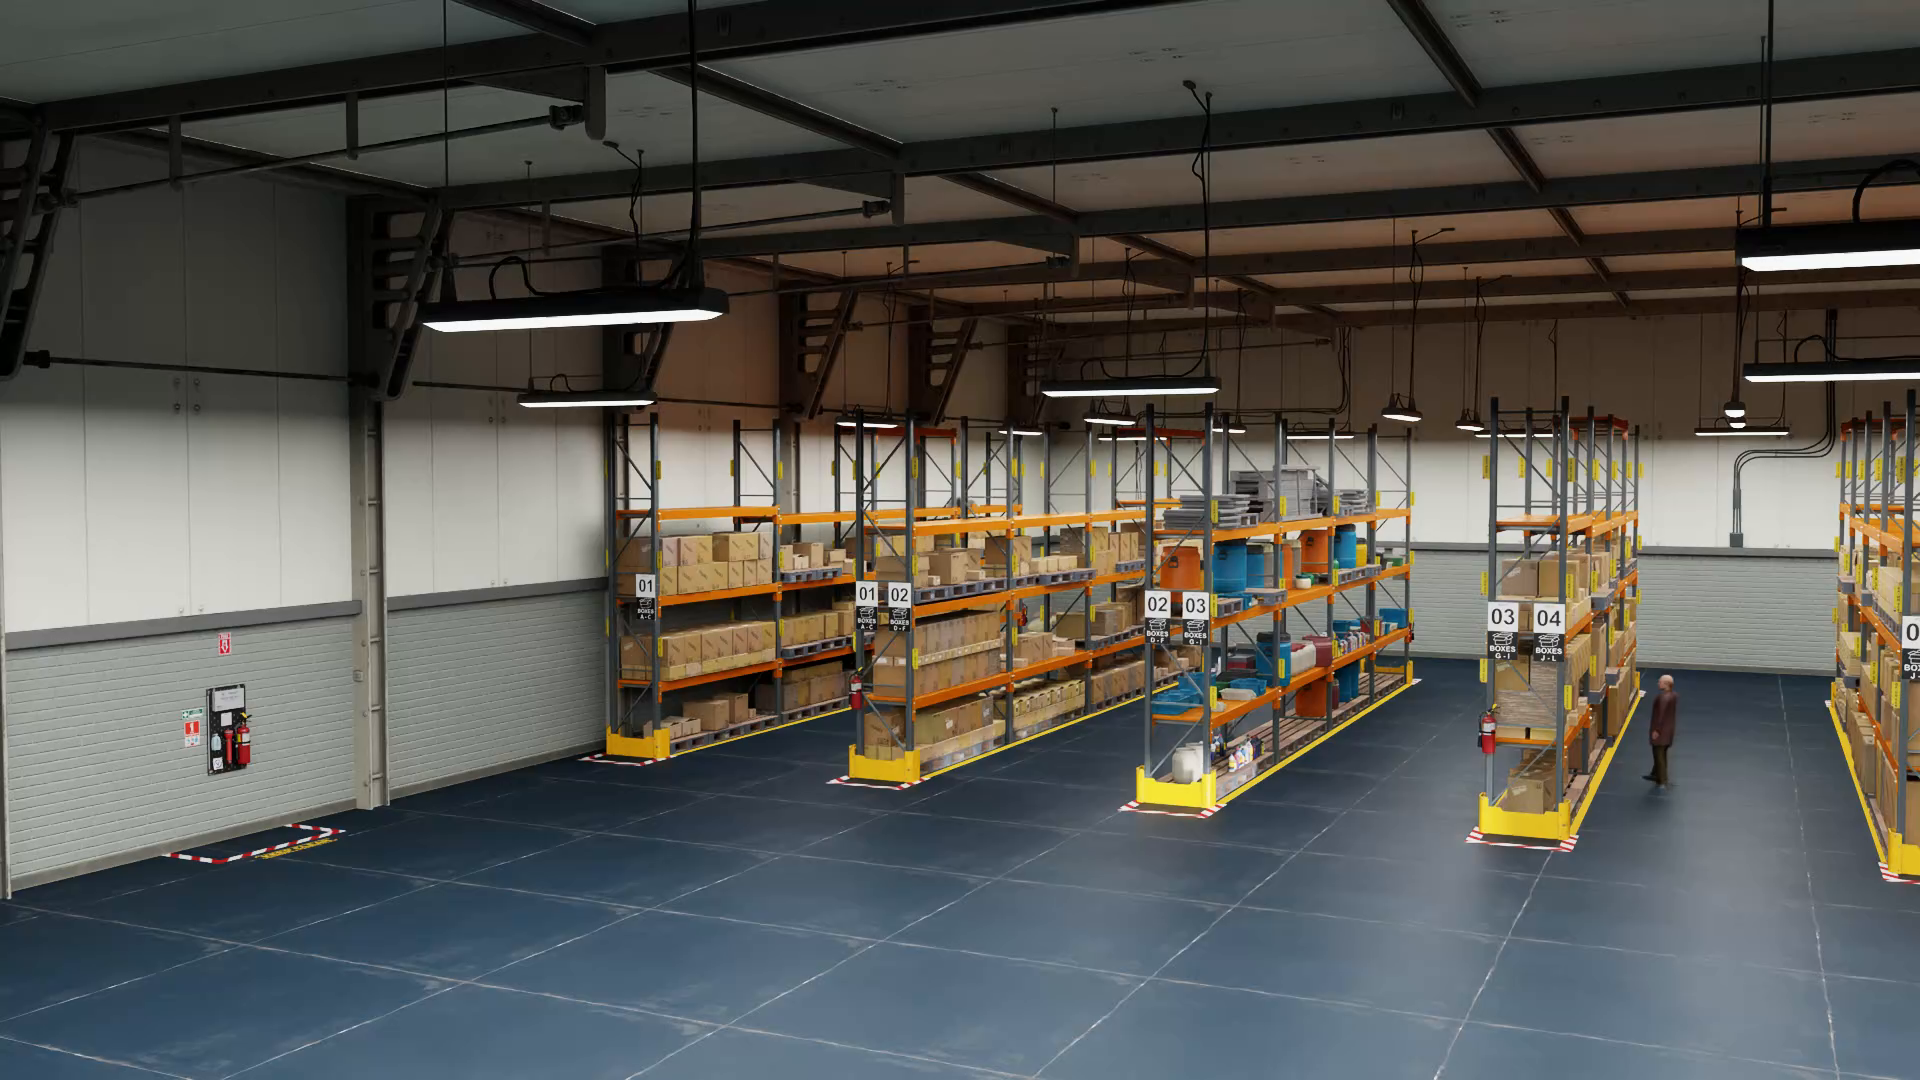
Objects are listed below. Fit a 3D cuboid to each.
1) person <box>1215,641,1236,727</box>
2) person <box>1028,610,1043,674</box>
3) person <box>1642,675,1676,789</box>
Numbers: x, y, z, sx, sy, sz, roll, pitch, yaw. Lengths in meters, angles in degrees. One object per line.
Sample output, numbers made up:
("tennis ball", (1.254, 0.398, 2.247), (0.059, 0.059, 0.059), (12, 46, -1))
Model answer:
("person", (5.183, 2.812, 32.356), (0.518, 1.739, 0.468), (-1, 3, -25))
("person", (1.771, 2.487, 40.268), (0.442, 1.572, 1.057), (1, 3, 30))
("person", (11.064, 3.013, 26.413), (0.601, 1.779, 0.678), (-2, 3, -32))
